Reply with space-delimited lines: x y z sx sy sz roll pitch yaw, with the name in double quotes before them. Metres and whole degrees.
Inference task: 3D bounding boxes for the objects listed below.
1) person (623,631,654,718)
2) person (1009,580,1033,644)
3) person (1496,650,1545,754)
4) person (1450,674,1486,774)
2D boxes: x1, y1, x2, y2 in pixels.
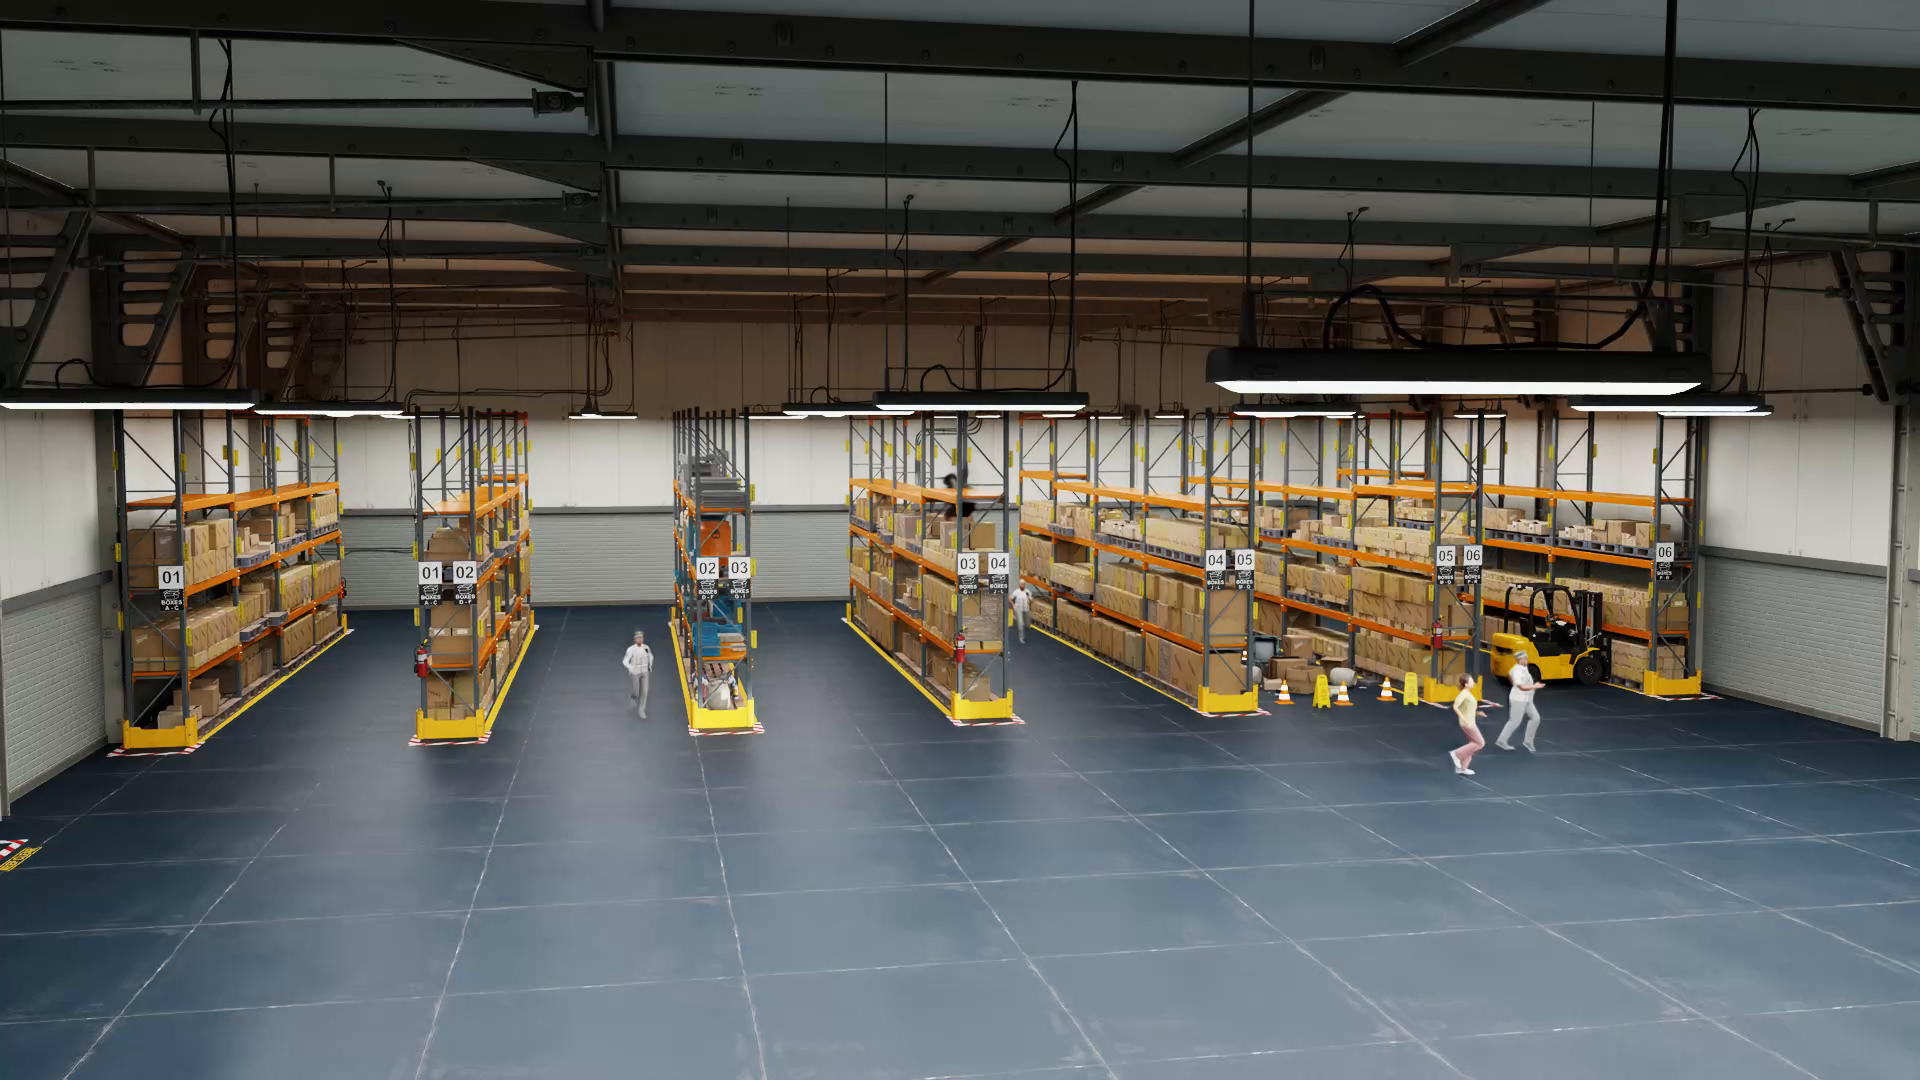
"person" -6.249 2.605 32.421 0.617 1.669 0.747 -2 5 -26
"person" 1.603 1.843 43.103 0.620 1.633 0.784 -1 4 -11
"person" 9.678 2.802 28.690 0.783 1.847 0.632 2 5 31
"person" 8.251 2.997 26.973 0.540 1.614 0.575 2 4 21
